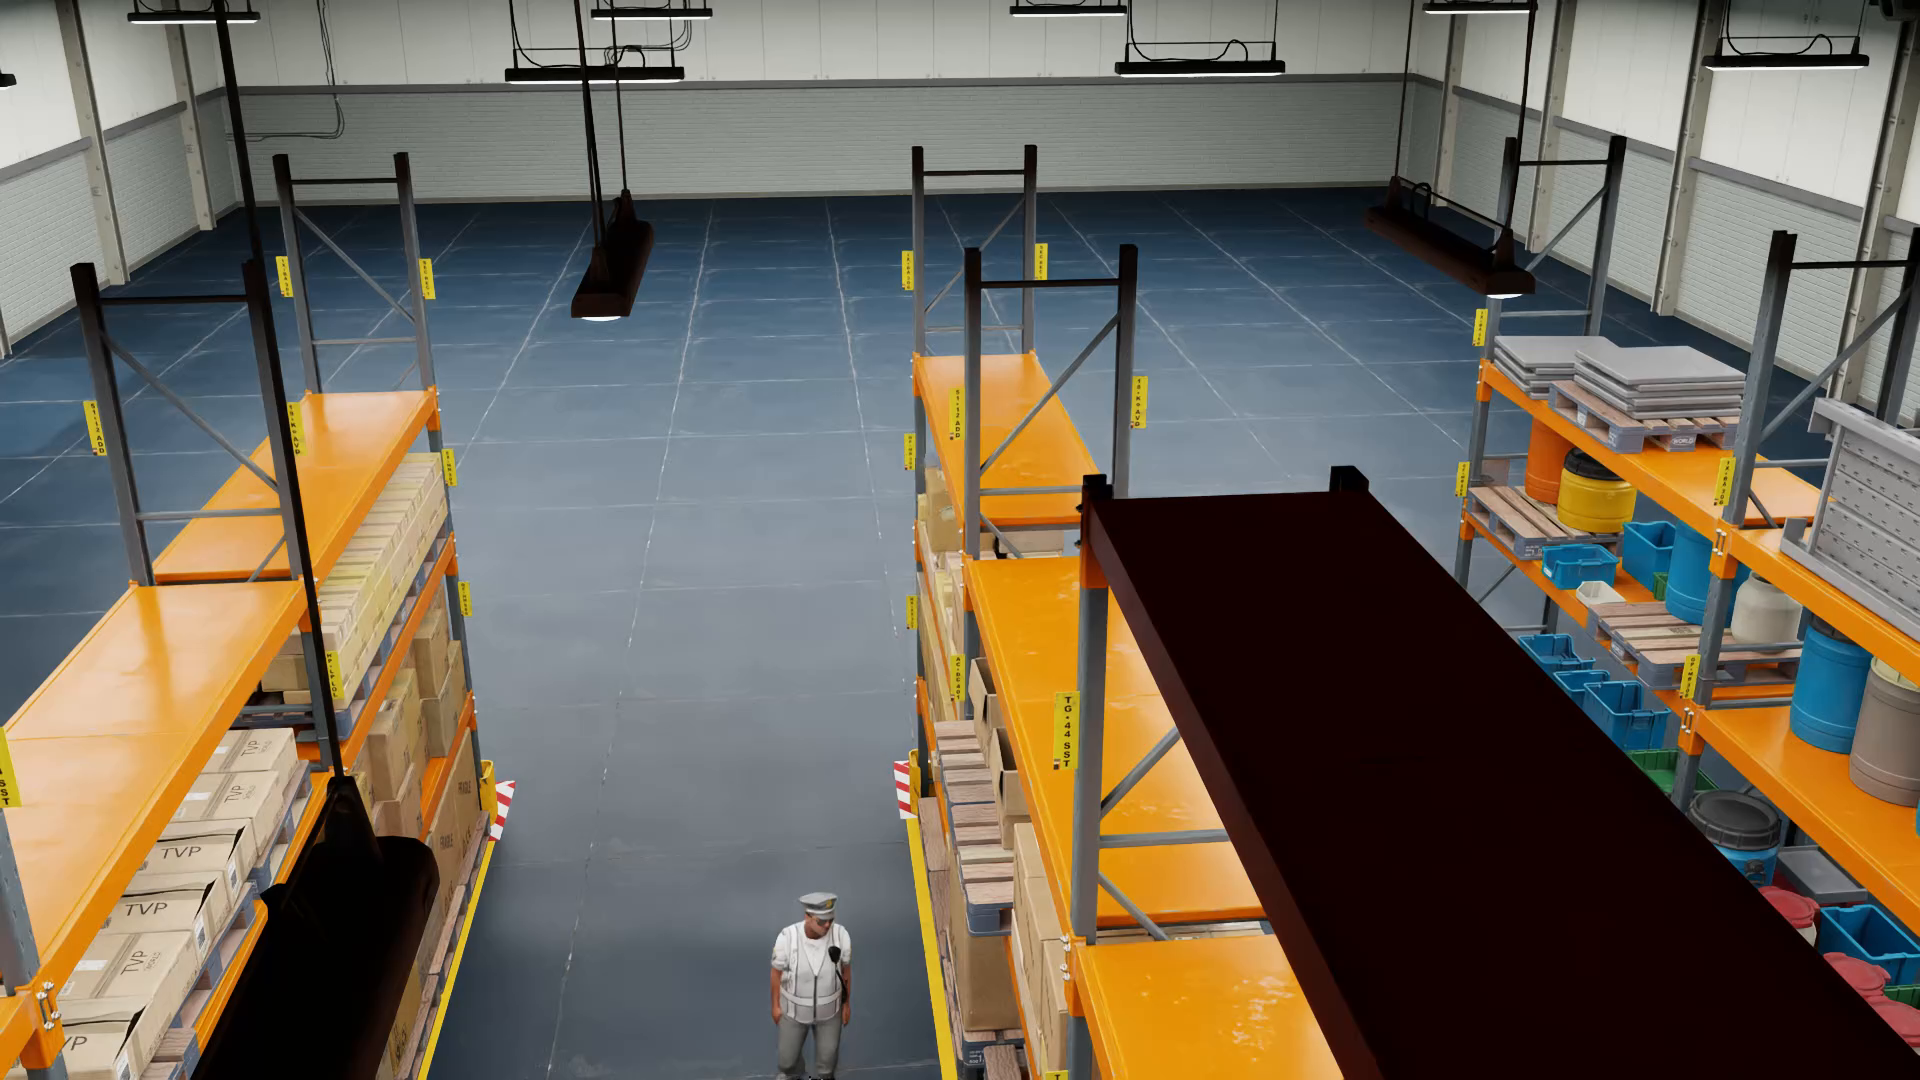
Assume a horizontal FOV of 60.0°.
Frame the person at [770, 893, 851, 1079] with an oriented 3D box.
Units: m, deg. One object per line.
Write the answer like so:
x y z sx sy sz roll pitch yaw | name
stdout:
-1.037 3.139 11.337 0.599 1.757 0.538 -5 22 -12 | person
